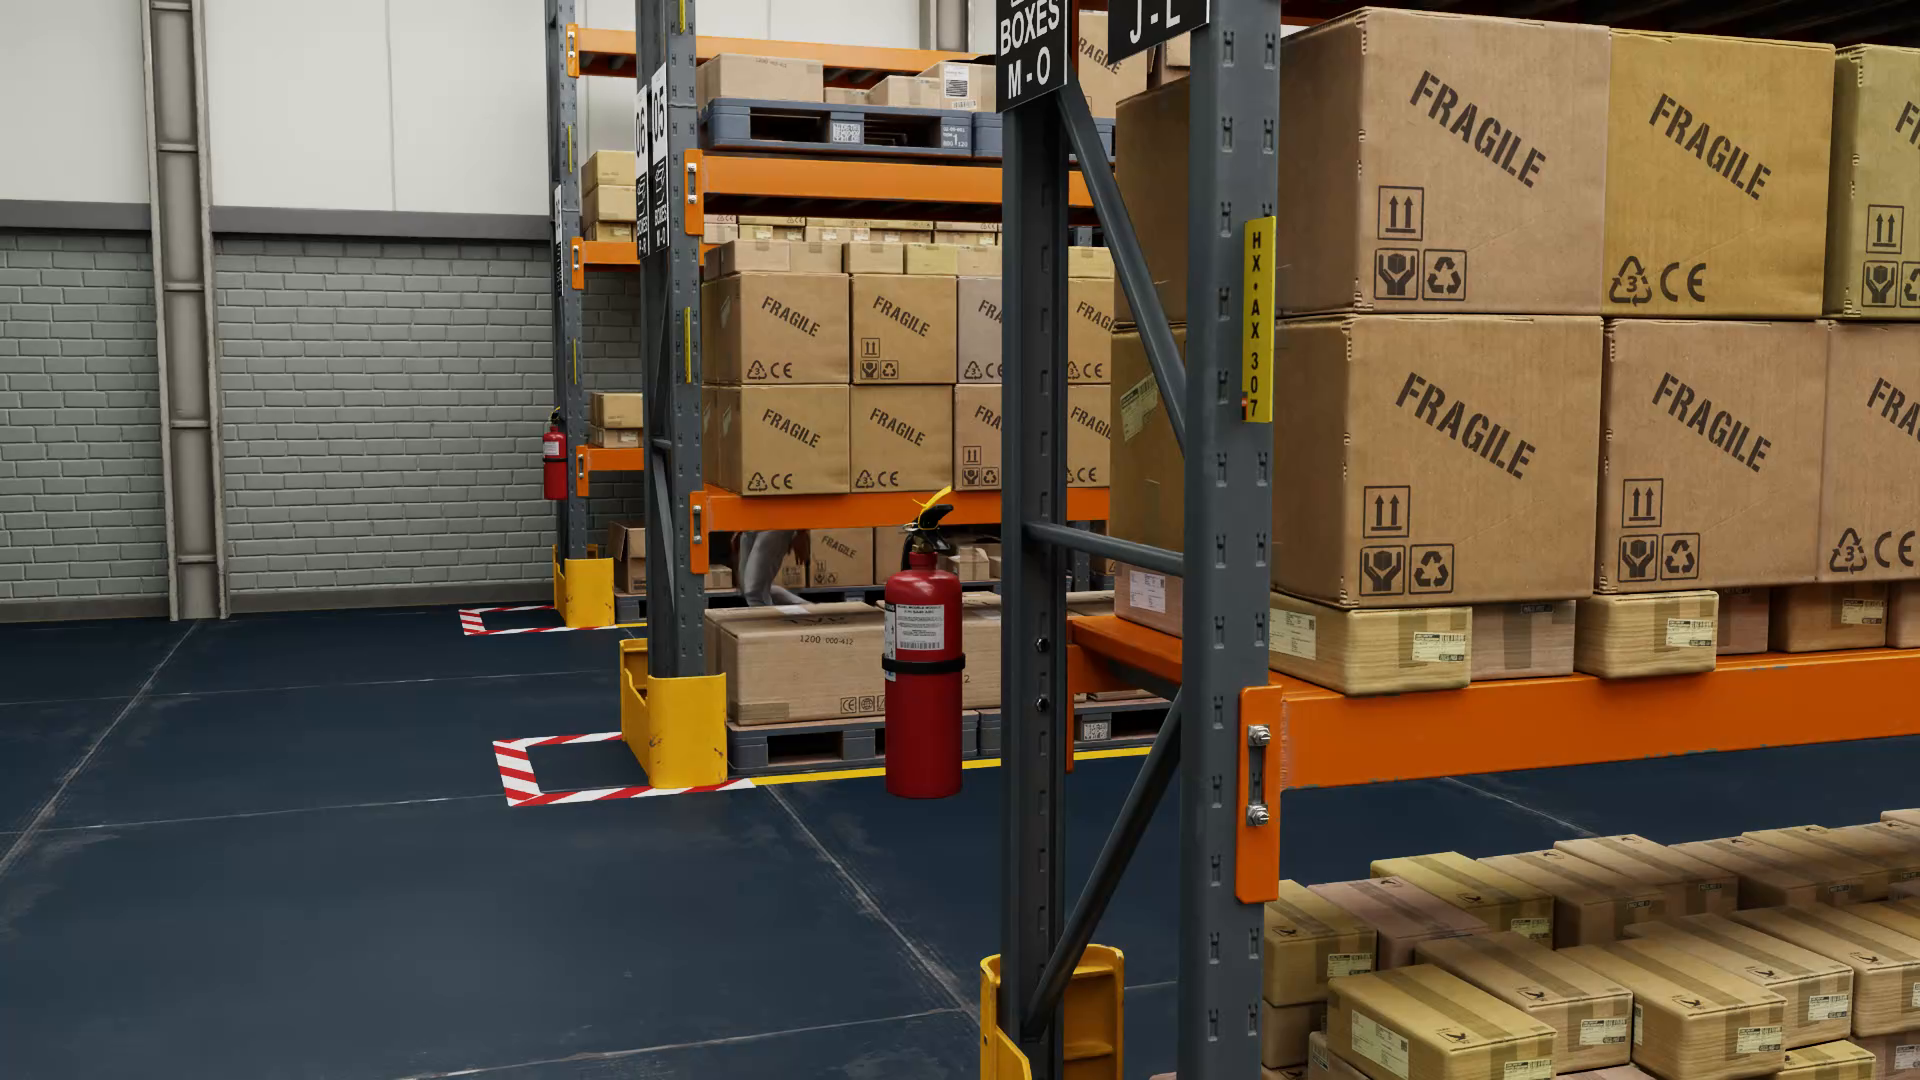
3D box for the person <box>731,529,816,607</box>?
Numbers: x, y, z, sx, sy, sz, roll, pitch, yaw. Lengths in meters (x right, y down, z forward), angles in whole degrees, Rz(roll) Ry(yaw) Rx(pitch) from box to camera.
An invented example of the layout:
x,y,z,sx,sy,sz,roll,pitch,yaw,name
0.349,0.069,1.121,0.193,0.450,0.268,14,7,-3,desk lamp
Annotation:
x,y,z,sx,sy,sz,roll,pitch,yaw,name
-1.140,-0.071,10.274,0.780,1.741,0.558,-4,7,-36,person
